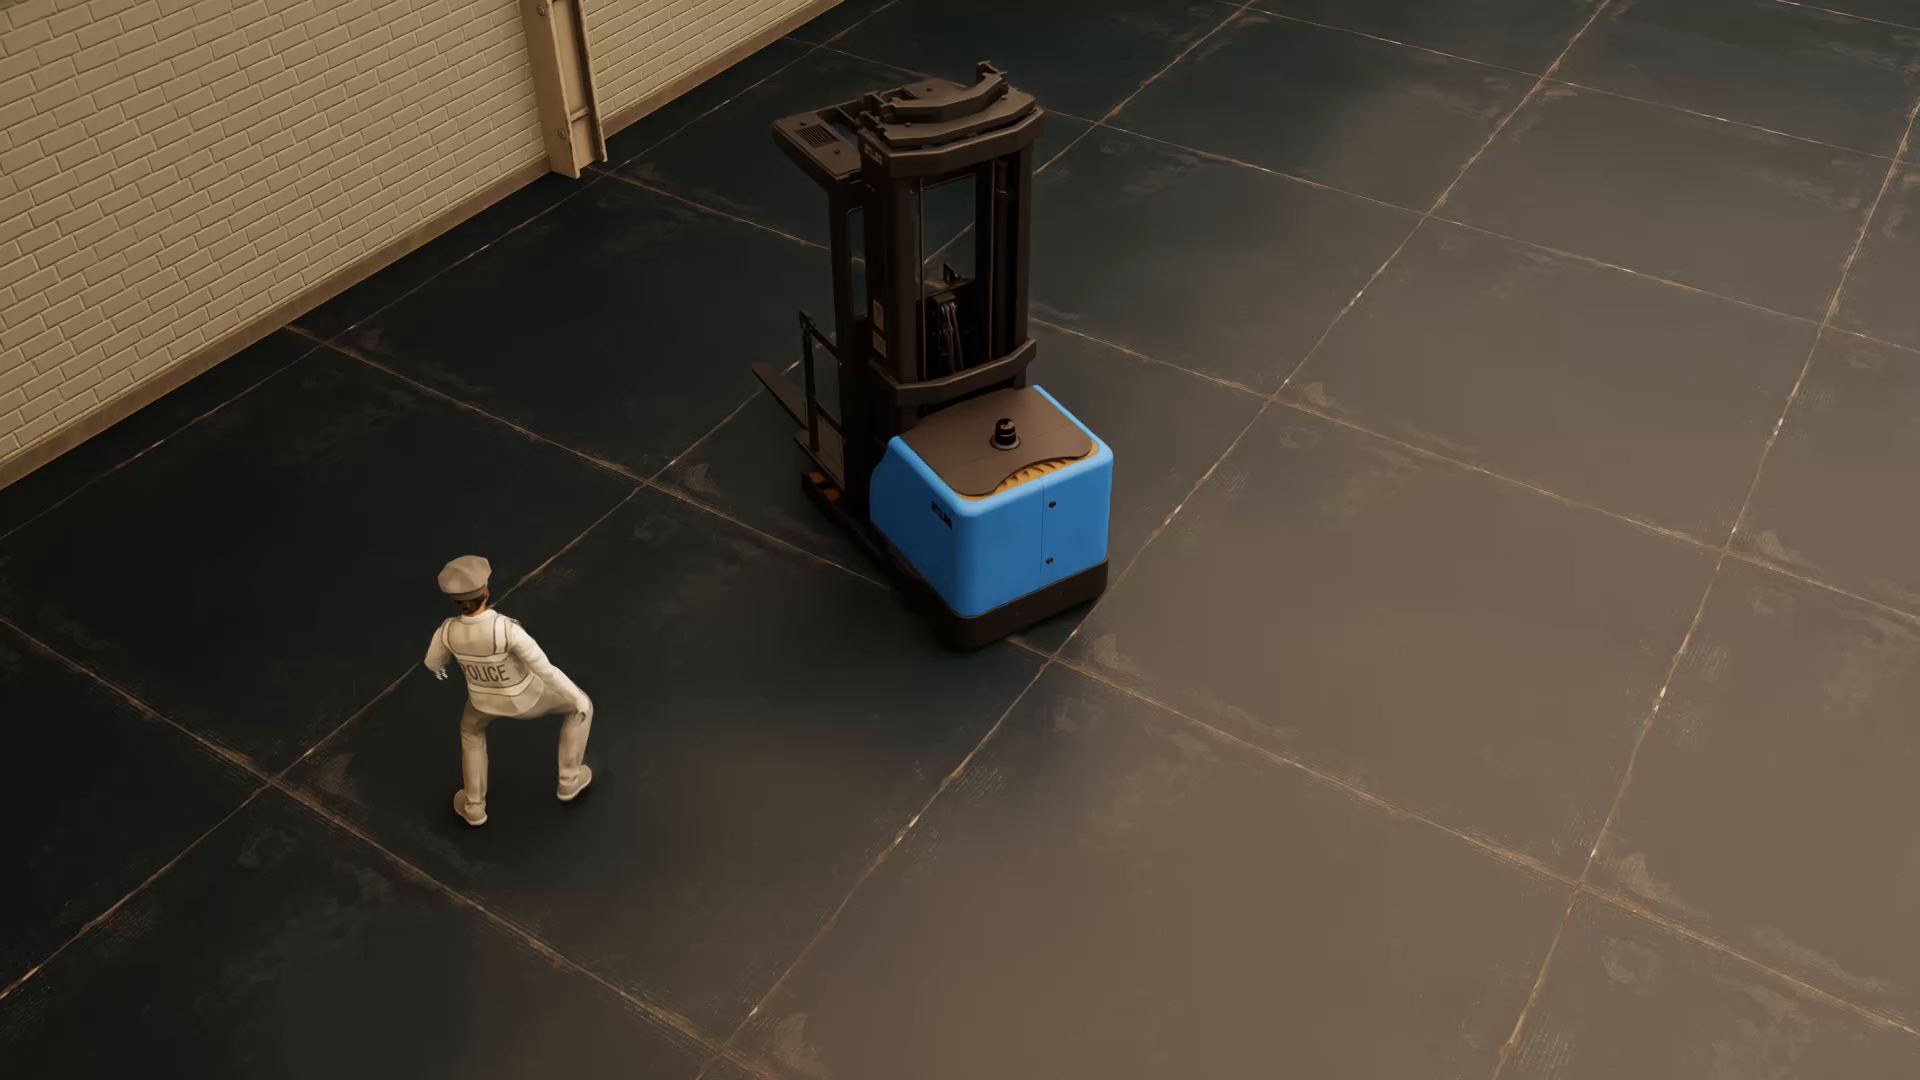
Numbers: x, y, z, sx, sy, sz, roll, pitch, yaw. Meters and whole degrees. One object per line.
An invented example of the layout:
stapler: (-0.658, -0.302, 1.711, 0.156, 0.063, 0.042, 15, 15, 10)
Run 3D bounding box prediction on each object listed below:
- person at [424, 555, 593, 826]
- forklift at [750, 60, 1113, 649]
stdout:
person: (-2.238, 0.731, 8.186, 0.855, 1.565, 0.571, 7, 41, 8)
forklift: (-0.343, -1.430, 9.655, 1.130, 2.935, 3.031, -22, 45, -24)
